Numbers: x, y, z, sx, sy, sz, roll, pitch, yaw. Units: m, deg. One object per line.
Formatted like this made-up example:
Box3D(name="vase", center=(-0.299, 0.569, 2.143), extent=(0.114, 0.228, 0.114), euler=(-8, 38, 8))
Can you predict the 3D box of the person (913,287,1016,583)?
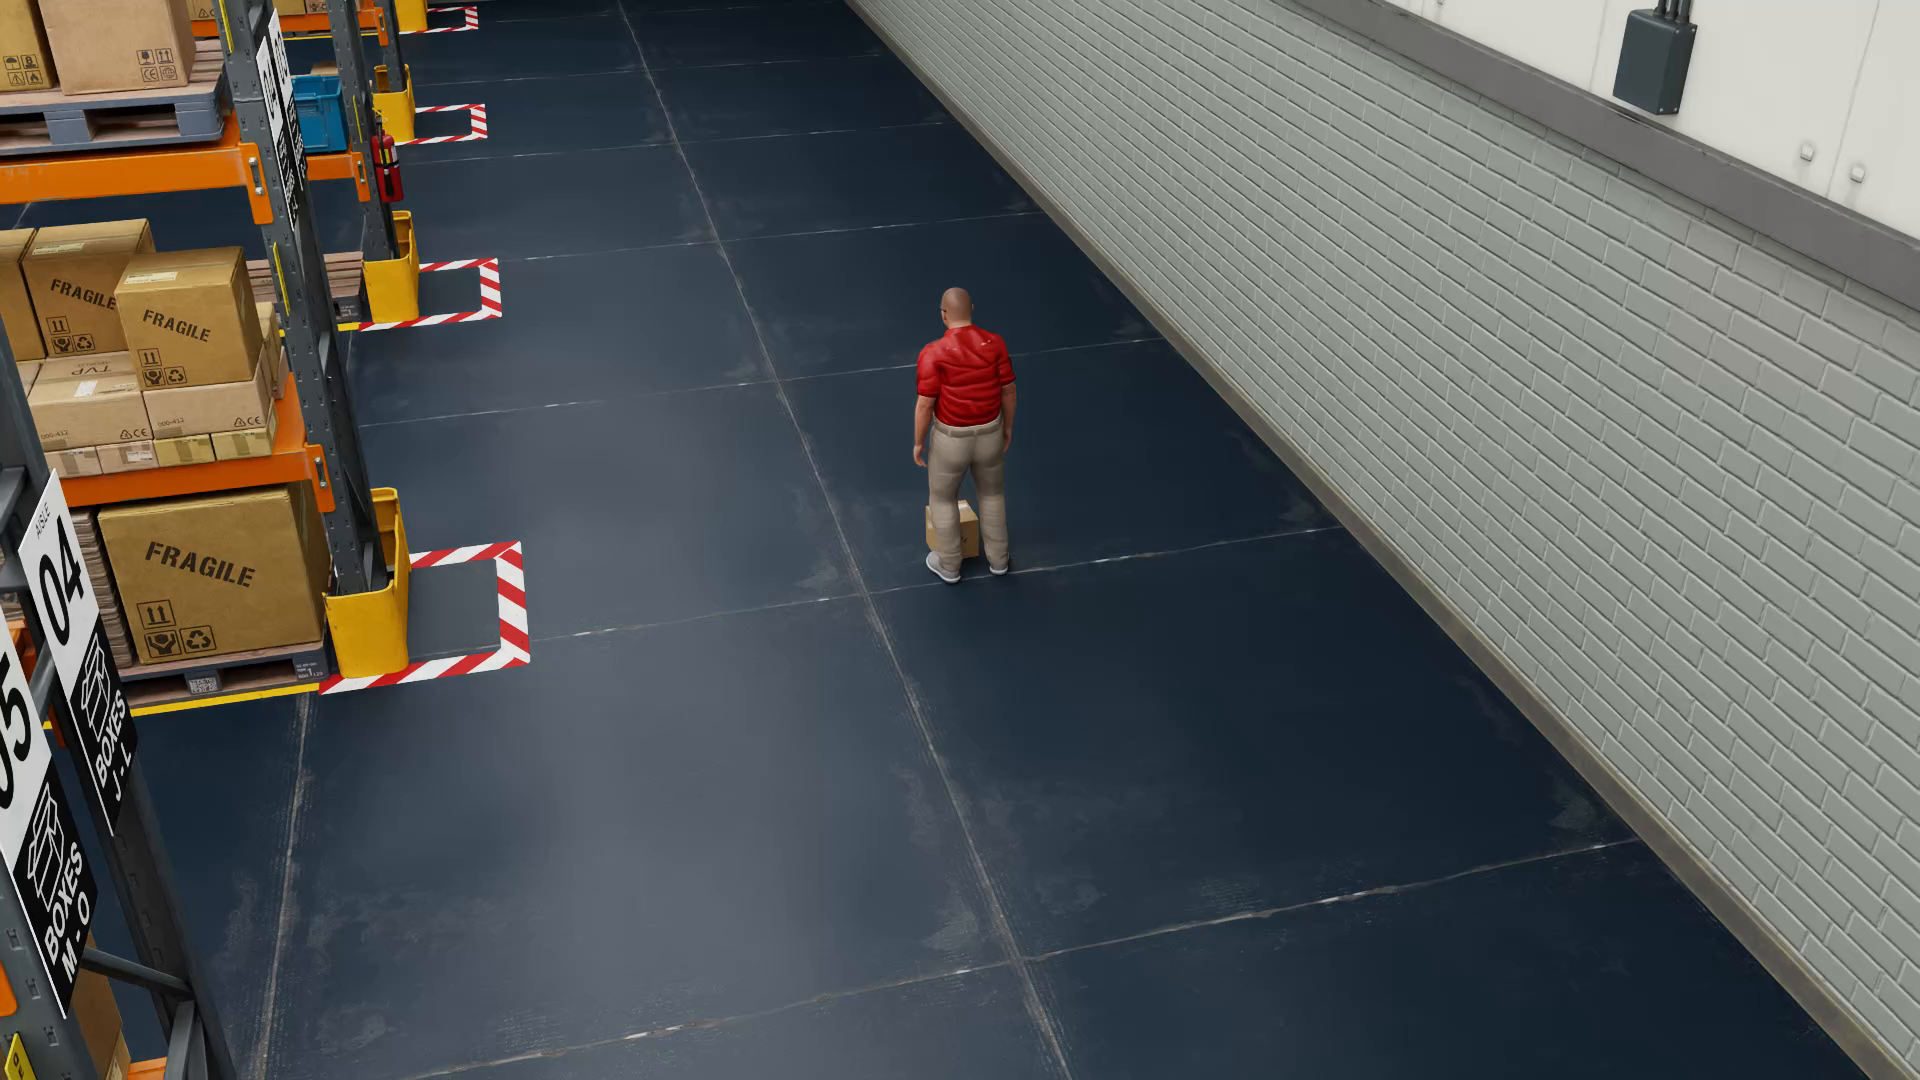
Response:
Box3D(name="person", center=(0.028, -0.570, 9.238), extent=(0.606, 1.726, 0.393), euler=(-10, 31, -16))
